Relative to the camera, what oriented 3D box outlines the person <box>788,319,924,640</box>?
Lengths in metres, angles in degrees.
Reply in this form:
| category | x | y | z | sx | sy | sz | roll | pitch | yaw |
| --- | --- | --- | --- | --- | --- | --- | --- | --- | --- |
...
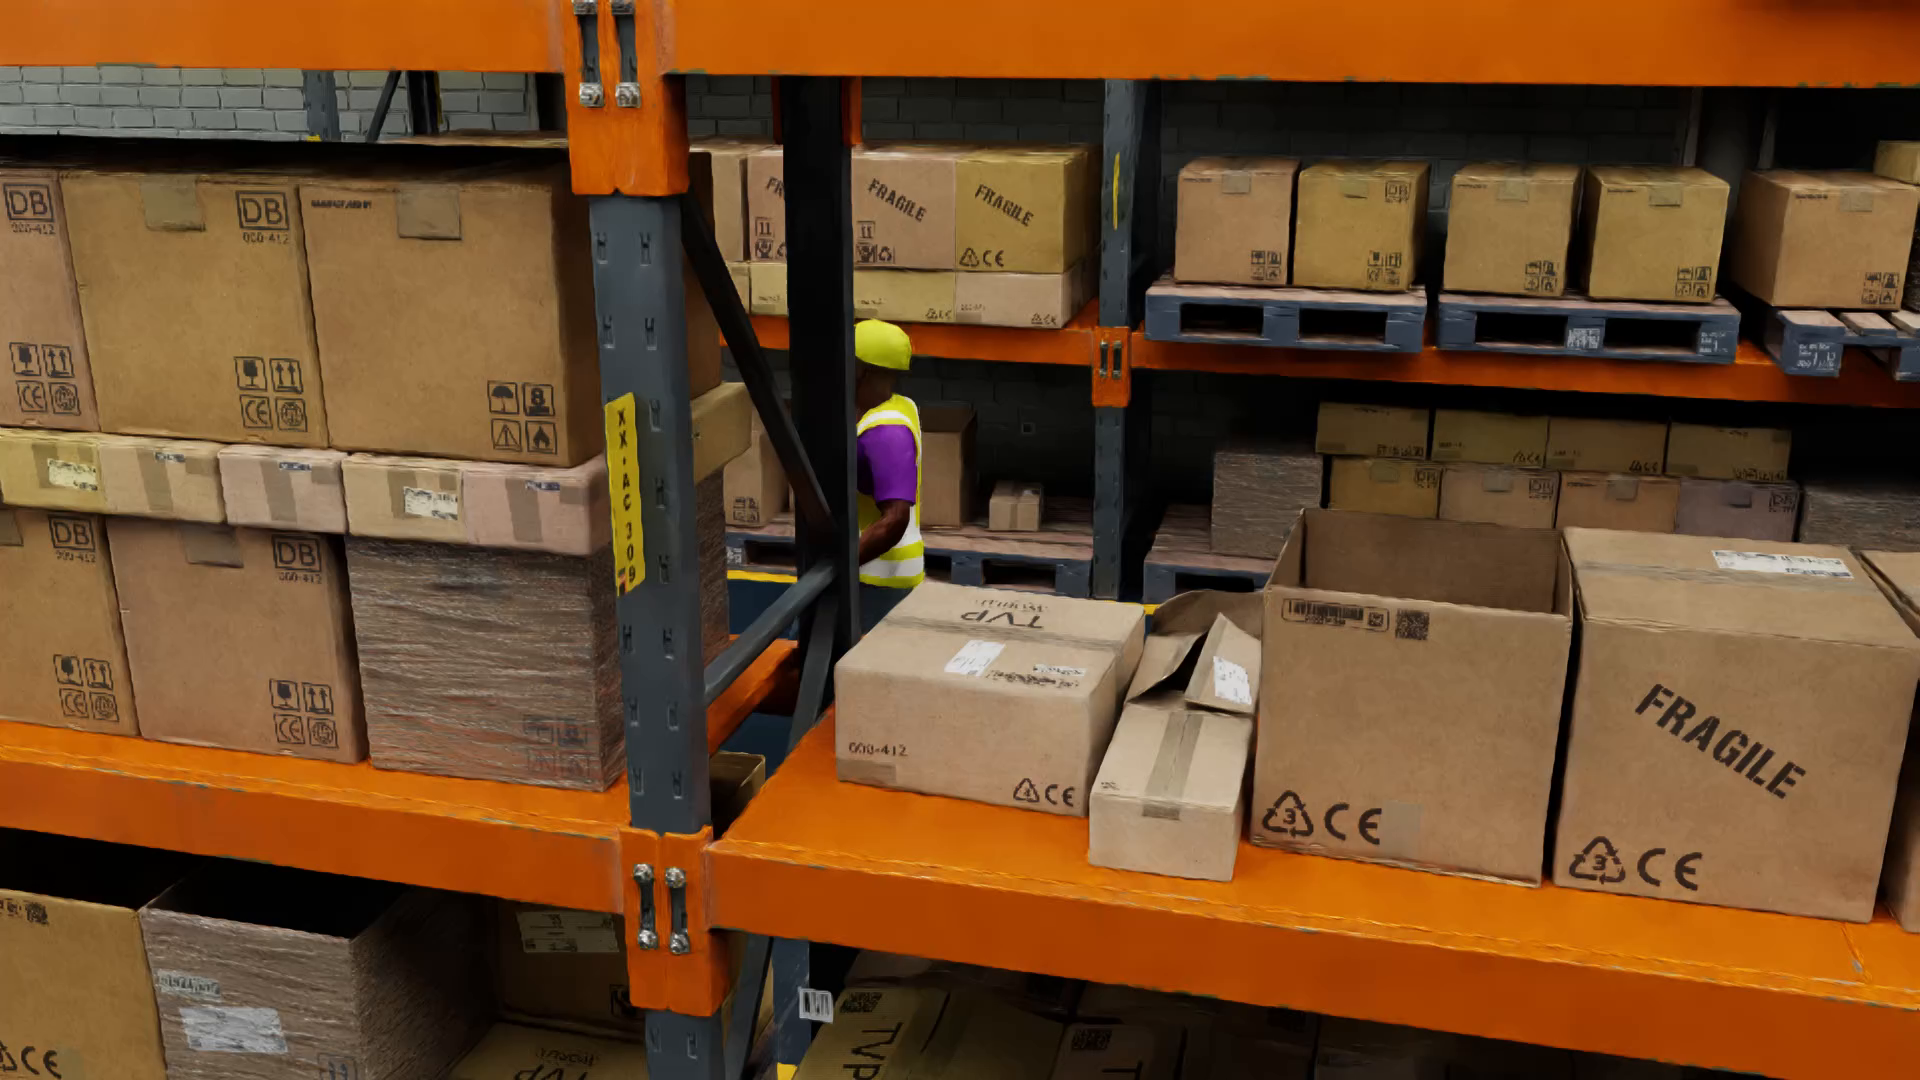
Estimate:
| category | x | y | z | sx | sy | sz | roll | pitch | yaw |
| --- | --- | --- | --- | --- | --- | --- | --- | --- | --- |
| person | -0.344 | 0.102 | 5.766 | 0.503 | 1.730 | 0.756 | -3 | 18 | -10 |
